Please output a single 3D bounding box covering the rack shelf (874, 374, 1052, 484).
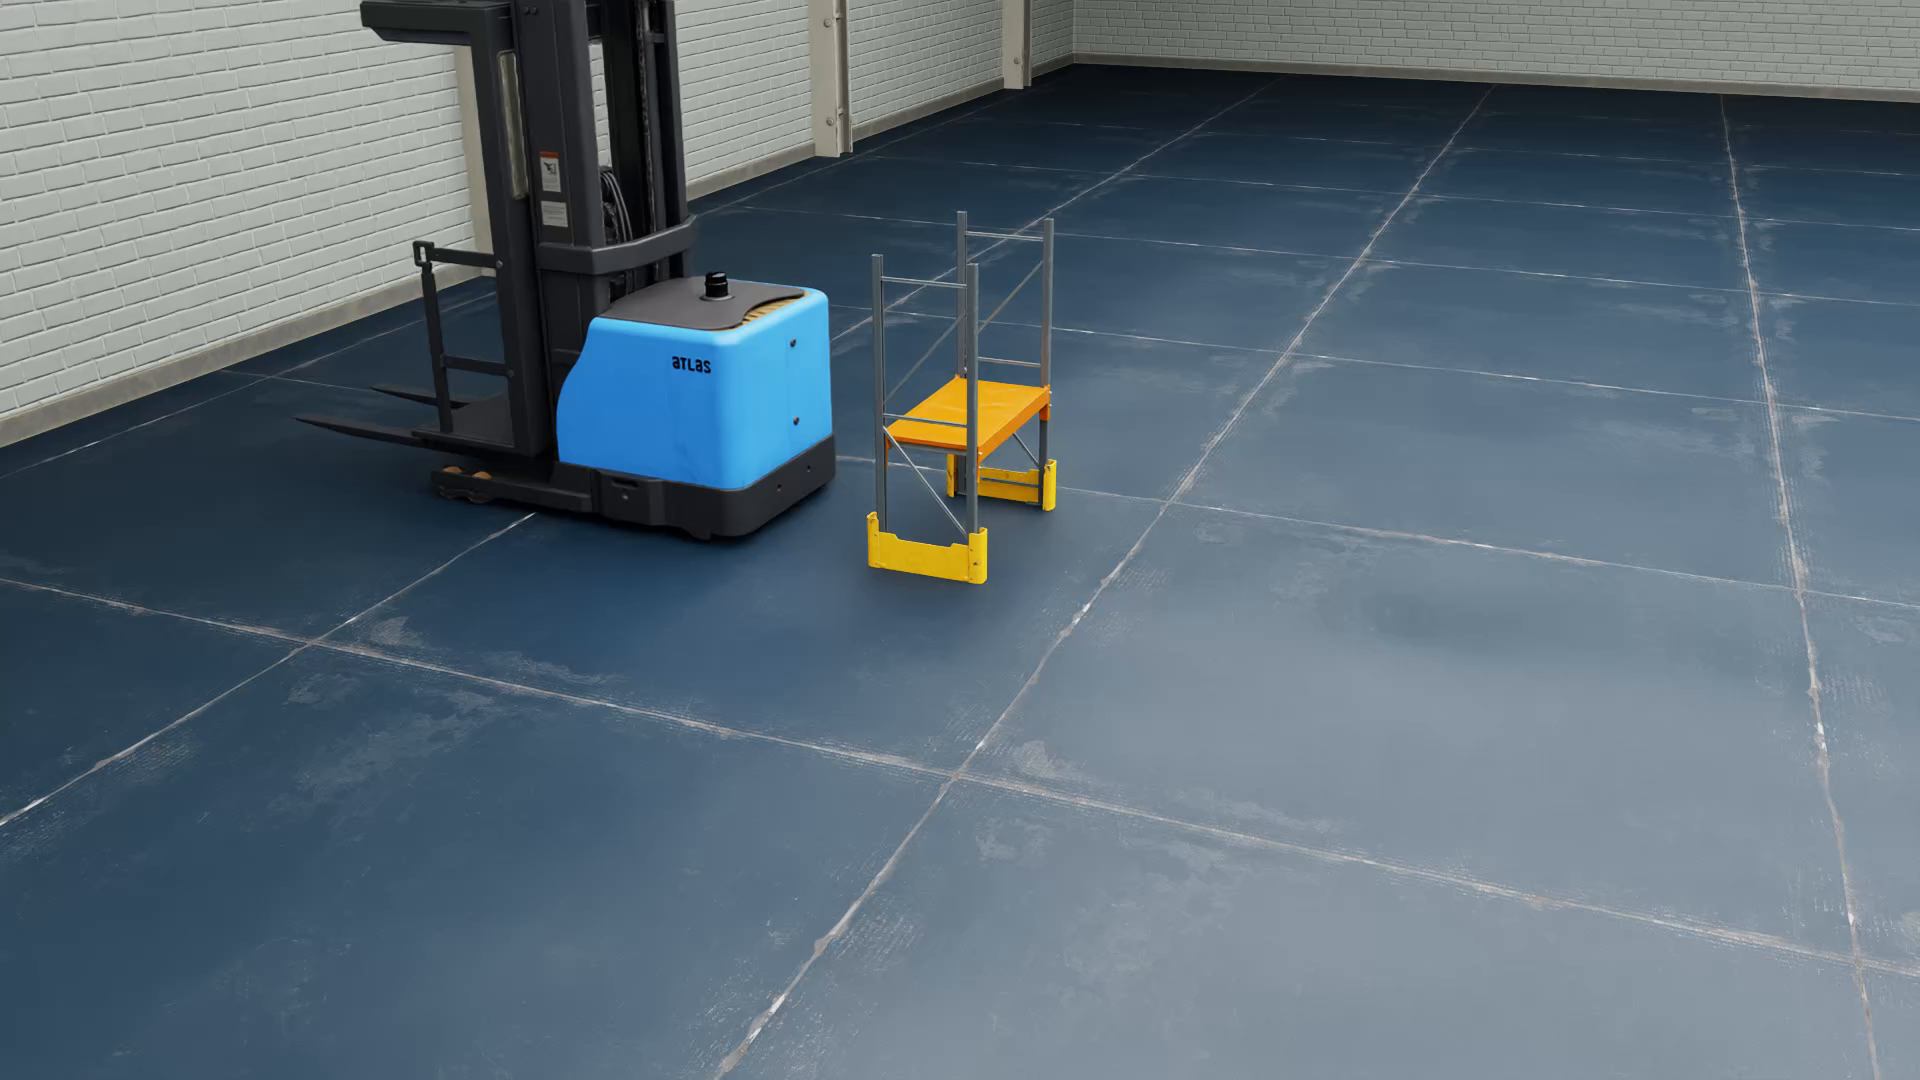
[{"bbox_3d":[0.032,-0.557,8.103,0.538,0.185,1.000,9,24,20],"label":"rack shelf"}]

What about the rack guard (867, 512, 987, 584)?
[{"bbox_3d":[-0.157,0.036,7.840,0.587,0.250,0.087,9,24,20],"label":"rack guard"}]

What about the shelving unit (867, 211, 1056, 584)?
[{"bbox_3d":[0.028,-0.719,8.026,0.587,1.500,1.083,9,24,20],"label":"shelving unit"}]

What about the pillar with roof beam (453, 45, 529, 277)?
[{"bbox_3d":[0.346,-5.712,10.249,9.100,9.000,0.400,9,24,20],"label":"pillar with roof beam"}]

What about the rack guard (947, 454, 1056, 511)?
[{"bbox_3d":[0.213,-0.321,8.694,0.587,0.250,0.087,9,24,20],"label":"rack guard"}]

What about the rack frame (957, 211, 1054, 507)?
[{"bbox_3d":[0.221,-0.904,8.470,0.500,1.500,0.032,9,24,20],"label":"rack frame"}]

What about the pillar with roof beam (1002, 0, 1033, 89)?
[{"bbox_3d":[4.804,-10.006,20.529,9.100,9.000,0.400,9,24,20],"label":"pillar with roof beam"}]

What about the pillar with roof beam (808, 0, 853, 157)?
[{"bbox_3d":[2.575,-7.859,15.389,9.100,9.000,0.400,9,24,20],"label":"pillar with roof beam"}]

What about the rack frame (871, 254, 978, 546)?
[{"bbox_3d":[-0.157,-0.541,7.599,0.500,1.500,0.032,9,24,20],"label":"rack frame"}]

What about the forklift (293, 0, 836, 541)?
[{"bbox_3d":[-2.225,-1.714,8.550,3.031,2.935,1.130,10,25,22],"label":"forklift"}]
